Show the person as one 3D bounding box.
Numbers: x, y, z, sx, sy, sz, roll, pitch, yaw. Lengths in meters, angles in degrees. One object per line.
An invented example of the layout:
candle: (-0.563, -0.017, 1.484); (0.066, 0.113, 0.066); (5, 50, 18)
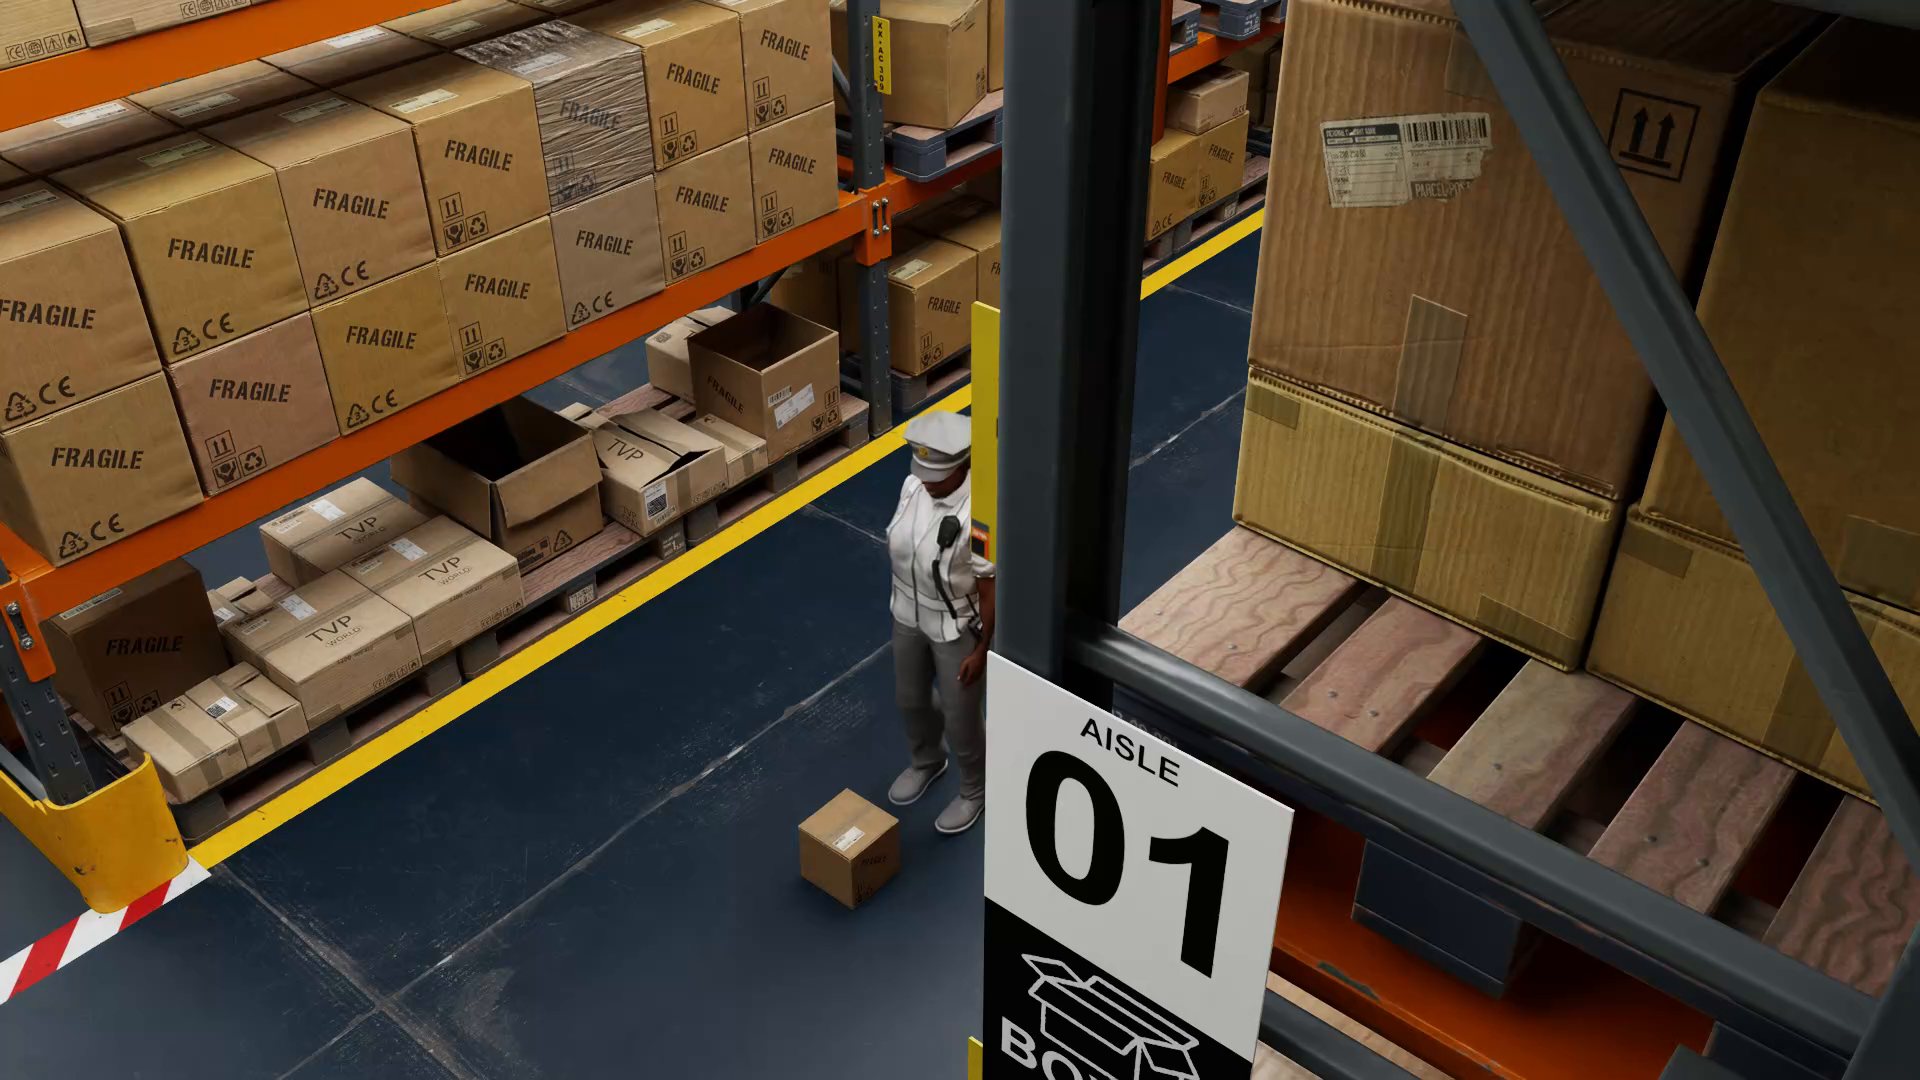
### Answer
person: (-0.047, 0.303, 5.731); (0.439, 1.661, 0.339); (27, 43, 32)
